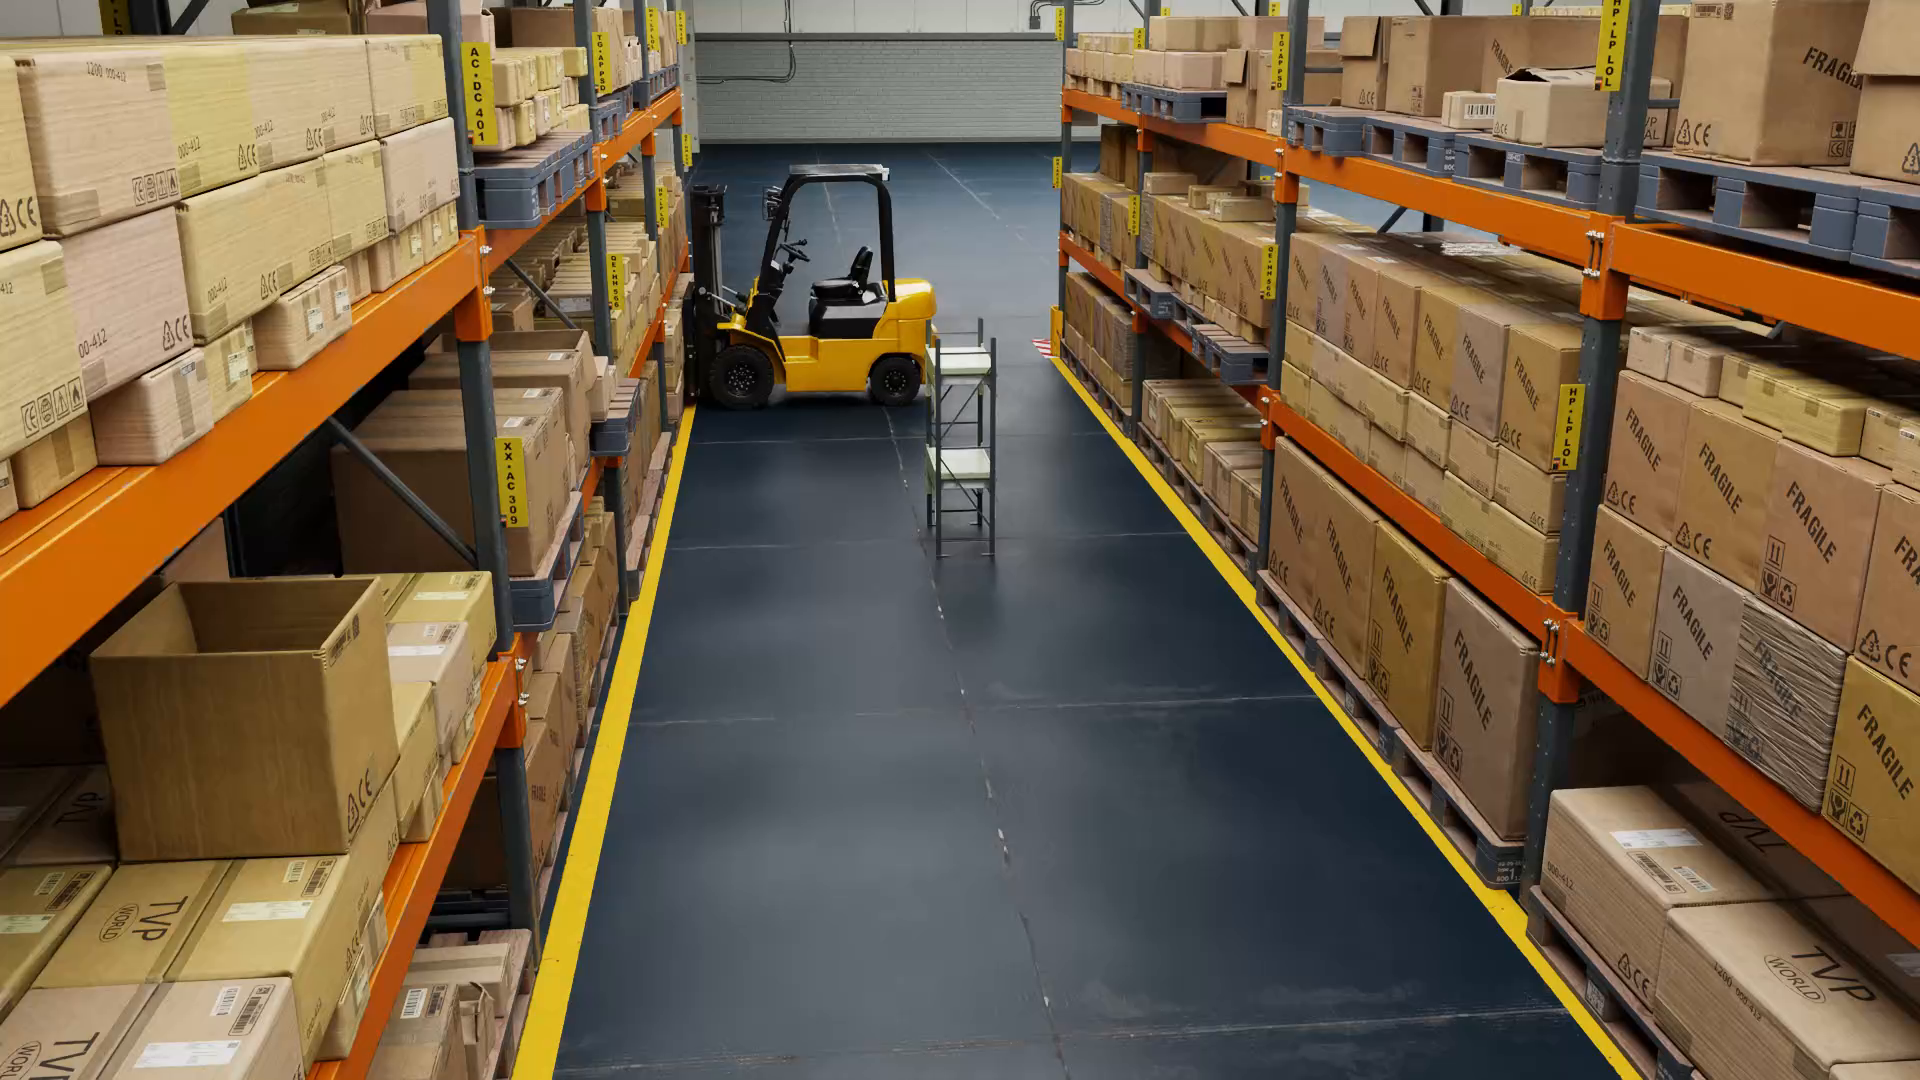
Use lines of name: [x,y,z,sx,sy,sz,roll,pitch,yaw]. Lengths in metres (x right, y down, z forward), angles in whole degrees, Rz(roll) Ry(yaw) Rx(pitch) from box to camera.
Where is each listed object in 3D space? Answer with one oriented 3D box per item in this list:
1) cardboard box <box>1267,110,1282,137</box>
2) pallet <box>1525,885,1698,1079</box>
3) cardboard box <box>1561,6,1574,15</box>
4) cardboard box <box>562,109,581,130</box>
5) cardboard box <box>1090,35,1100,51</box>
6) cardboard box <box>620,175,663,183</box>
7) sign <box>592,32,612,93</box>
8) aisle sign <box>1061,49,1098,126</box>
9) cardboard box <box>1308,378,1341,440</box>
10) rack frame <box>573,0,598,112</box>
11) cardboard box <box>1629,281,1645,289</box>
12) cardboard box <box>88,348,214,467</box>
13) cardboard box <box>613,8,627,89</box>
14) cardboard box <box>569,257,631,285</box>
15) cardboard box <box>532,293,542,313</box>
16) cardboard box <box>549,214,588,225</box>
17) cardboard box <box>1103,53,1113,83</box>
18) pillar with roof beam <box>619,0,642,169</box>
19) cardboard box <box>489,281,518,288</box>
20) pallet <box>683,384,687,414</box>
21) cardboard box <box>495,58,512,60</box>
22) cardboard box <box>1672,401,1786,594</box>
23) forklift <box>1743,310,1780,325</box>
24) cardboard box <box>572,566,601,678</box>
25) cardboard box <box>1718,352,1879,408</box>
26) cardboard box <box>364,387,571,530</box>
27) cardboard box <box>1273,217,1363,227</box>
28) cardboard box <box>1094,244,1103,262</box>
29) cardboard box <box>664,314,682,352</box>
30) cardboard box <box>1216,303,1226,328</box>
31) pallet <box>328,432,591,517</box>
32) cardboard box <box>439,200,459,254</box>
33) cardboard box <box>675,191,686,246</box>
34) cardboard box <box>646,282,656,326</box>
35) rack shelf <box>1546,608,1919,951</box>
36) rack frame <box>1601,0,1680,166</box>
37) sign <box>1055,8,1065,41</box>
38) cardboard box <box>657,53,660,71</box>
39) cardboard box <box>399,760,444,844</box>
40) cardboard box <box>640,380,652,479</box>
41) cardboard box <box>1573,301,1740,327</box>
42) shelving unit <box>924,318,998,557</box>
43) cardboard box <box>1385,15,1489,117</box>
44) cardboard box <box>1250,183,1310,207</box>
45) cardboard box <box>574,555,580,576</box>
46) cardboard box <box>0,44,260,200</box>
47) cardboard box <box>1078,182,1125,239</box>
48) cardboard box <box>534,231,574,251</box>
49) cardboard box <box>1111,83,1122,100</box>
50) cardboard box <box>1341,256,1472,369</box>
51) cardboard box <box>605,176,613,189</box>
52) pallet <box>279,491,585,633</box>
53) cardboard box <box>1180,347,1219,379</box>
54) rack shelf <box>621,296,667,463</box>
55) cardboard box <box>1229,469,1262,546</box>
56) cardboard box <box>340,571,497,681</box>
cardboard box: [2.125,-2.589,10.327,0.380,0.149,0.250,-2,18,-6]
pallet: [2.814,1.635,6.117,1.003,0.211,1.213,-2,18,-6]
cardboard box: [6.283,-5.287,16.722,0.380,0.149,0.250,-2,17,-5]
cardboard box: [-2.189,-2.026,8.366,0.500,0.250,0.500,-2,18,-5]
cardboard box: [1.434,-4.700,15.720,0.380,0.149,0.250,-1,17,-4]
cardboard box: [-2.951,-3.287,15.394,0.380,0.149,0.250,-2,17,-5]
sign: [-1.996,-2.656,9.258,0.100,0.325,0.005,-2,18,-6]
aisle sign: [1.261,-4.749,17.456,0.394,0.787,0.004,-2,18,-6]
cardboard box: [2.271,-0.739,9.273,0.500,0.250,0.500,-2,18,-7]
rack frame: [-2.536,-3.824,8.835,1.000,3.000,0.127,-2,18,-6]
cardboard box: [6.809,-2.136,16.318,0.875,0.875,0.875,-2,18,-5]
cardboard box: [-1.499,-0.224,2.793,0.380,0.149,0.250,-1,17,-4]
cardboard box: [-2.474,-3.215,10.868,0.500,0.500,0.500,-1,17,-4]
cardboard box: [-2.420,-1.807,11.176,0.380,0.149,0.250,-1,17,-4]
cardboard box: [-2.914,-1.406,10.565,0.500,0.250,0.500,-2,18,-5]
cardboard box: [-3.238,-2.599,13.697,0.380,0.149,0.250,-2,18,-6]
cardboard box: [1.583,-4.236,14.907,0.500,0.250,0.500,-2,18,-7]
pillar with roof beam: [-1.142,-9.681,27.489,9.100,9.000,0.400,-2,18,-6]
cardboard box: [-2.909,-1.484,10.147,0.380,0.149,0.250,-1,17,-4]
pallet: [-3.118,-1.426,15.866,1.003,0.211,1.213,-2,18,-6]
cardboard box: [-1.817,-1.651,5.976,0.380,0.149,0.250,-1,17,-5]
cardboard box: [2.667,-0.149,5.309,0.500,0.500,0.500,-2,18,-6]
forklift: [5.047,-0.991,9.940,1.130,2.935,3.031,-1,17,-3]
cardboard box: [-2.181,0.455,8.692,0.500,0.500,0.500,-1,17,-3]
cardboard box: [2.698,-0.506,5.362,0.380,0.149,0.250,-2,18,-6]
cardboard box: [-2.005,-0.324,6.832,0.700,0.500,0.500,-2,17,-5]
cardboard box: [2.462,-1.961,11.550,0.500,0.500,0.500,-1,17,-5]
cardboard box: [1.484,-2.730,15.784,0.380,0.149,0.250,-2,18,-5]
cardboard box: [-2.729,-1.826,14.705,0.500,0.250,0.500,-2,18,-6]
cardboard box: [1.944,-1.514,11.209,0.380,0.149,0.250,-3,18,-8]
pallet: [-2.331,-0.291,7.917,1.003,0.211,1.213,-2,18,-6]
cardboard box: [-1.793,-0.983,5.213,0.380,0.149,0.250,-2,18,-6]
cardboard box: [-3.050,-3.255,16.869,0.500,0.500,0.500,-2,18,-7]
cardboard box: [-2.579,-1.790,12.623,0.500,0.250,0.500,-2,18,-6]
rack shelf: [3.019,1.014,4.639,1.077,0.370,4.000,-2,18,-6]
rack frame: [2.813,-2.787,5.531,1.000,3.000,0.127,-2,18,-6]
sign: [1.036,-5.331,17.183,0.100,0.325,0.005,-2,18,-6]
cardboard box: [-2.772,-4.085,14.225,0.380,0.149,0.250,-1,17,-4]
cardboard box: [-1.686,0.745,4.717,0.380,0.149,0.250,-2,18,-6]
cardboard box: [-2.812,-0.834,12.591,0.875,0.625,0.625,-2,18,-6]
cardboard box: [2.974,-0.740,7.190,0.500,0.500,0.500,-2,18,-6]
shelving unit: [-0.001,-0.718,11.459,0.431,1.500,0.755,-2,18,-6]
cardboard box: [2.692,-2.506,8.777,0.700,0.500,0.500,-3,18,-8]
cardboard box: [2.396,-2.591,12.475,0.380,0.149,0.250,-3,18,-8]
cardboard box: [-2.209,0.100,8.738,0.380,0.149,0.250,-1,17,-4]
cardboard box: [-1.606,-0.760,3.001,0.500,0.250,0.500,-2,18,-6]
cardboard box: [1.459,-3.234,16.306,0.500,0.500,0.500,-2,18,-7]
cardboard box: [-3.126,-2.243,12.565,0.380,0.149,0.250,-2,18,-6]
cardboard box: [1.560,-4.011,14.857,0.380,0.149,0.250,-1,17,-4]
cardboard box: [2.307,-1.184,8.606,0.500,0.500,0.500,-1,17,-4]
cardboard box: [-3.408,-3.276,15.358,0.380,0.149,0.250,-2,18,-5]
pallet: [-2.098,0.080,6.735,1.003,0.211,1.213,-2,18,-6]
cardboard box: [2.196,-1.738,14.844,0.500,0.500,0.500,-1,17,-3]
rack shelf: [-2.743,-1.215,11.739,1.077,0.370,4.000,-2,18,-6]
cardboard box: [2.352,-0.232,11.093,0.950,0.372,0.625,-3,18,-9]
cardboard box: [-1.829,0.304,5.456,0.500,0.250,0.500,-1,17,-4]
